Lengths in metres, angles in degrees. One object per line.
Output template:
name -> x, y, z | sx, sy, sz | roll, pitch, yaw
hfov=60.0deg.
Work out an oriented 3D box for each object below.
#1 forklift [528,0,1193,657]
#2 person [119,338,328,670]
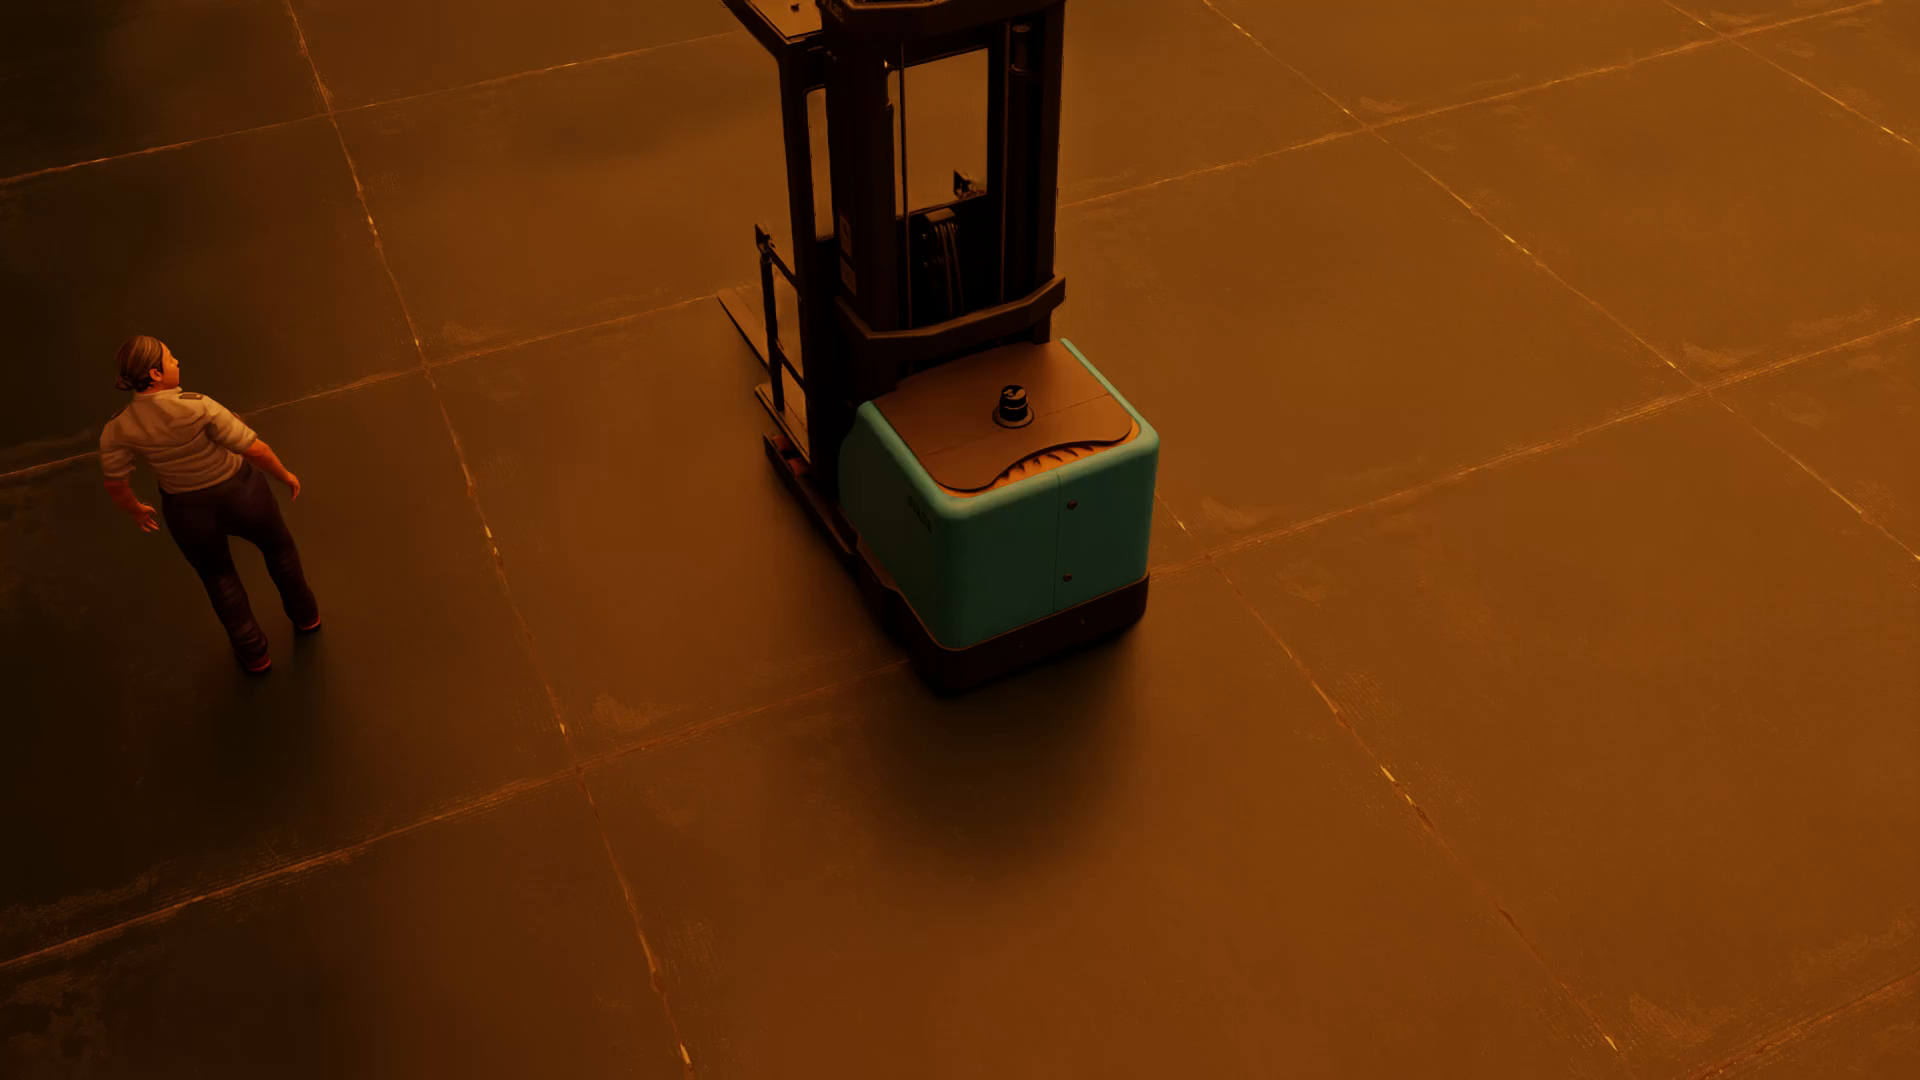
forklift -> -0.552, -1.207, 6.973 | 3.031, 2.935, 1.130 | 15, 45, 16
person -> -3.028, -0.147, 6.784 | 0.479, 1.650, 0.350 | -16, 45, -16
